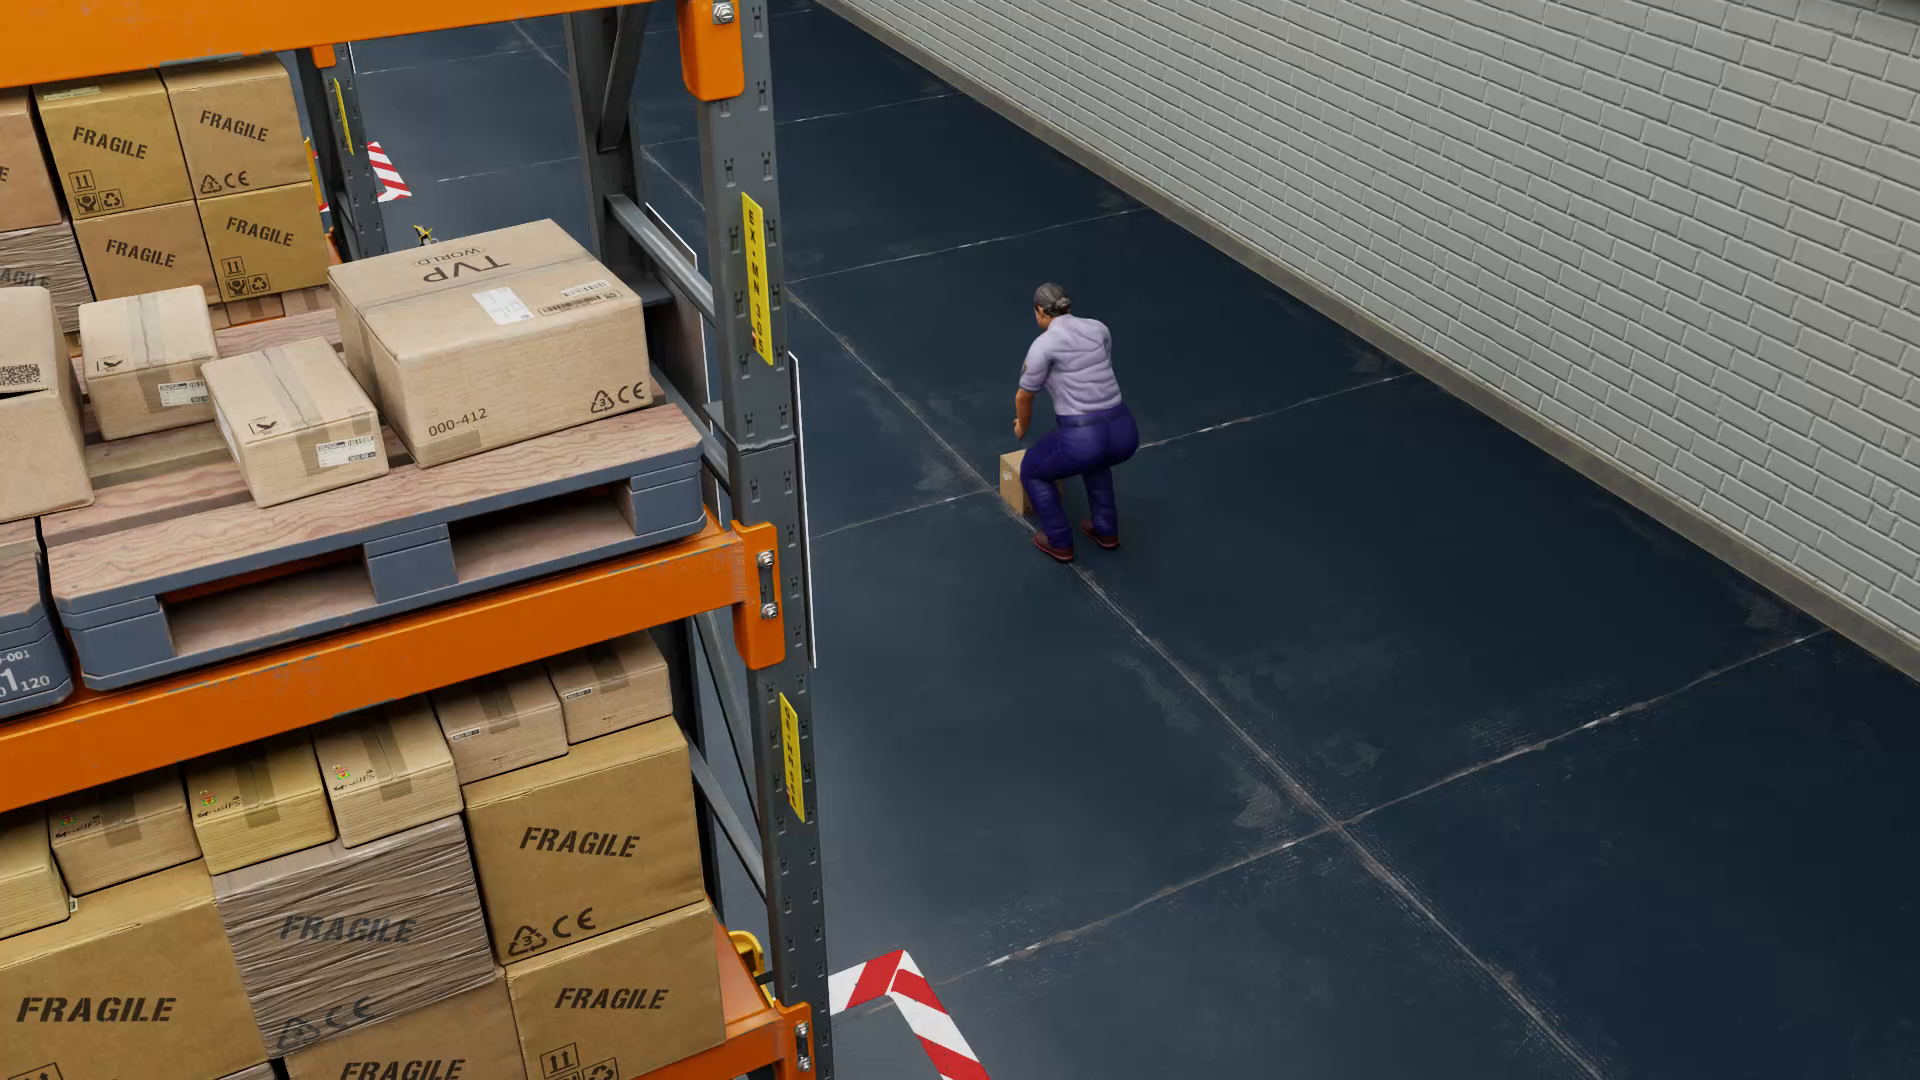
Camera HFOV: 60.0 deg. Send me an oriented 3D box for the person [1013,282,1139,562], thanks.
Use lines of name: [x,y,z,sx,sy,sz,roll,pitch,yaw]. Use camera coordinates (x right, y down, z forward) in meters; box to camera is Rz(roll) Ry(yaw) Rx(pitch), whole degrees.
person: [0.556,-0.552,8.272,0.534,1.356,0.655,-16,36,-23]
